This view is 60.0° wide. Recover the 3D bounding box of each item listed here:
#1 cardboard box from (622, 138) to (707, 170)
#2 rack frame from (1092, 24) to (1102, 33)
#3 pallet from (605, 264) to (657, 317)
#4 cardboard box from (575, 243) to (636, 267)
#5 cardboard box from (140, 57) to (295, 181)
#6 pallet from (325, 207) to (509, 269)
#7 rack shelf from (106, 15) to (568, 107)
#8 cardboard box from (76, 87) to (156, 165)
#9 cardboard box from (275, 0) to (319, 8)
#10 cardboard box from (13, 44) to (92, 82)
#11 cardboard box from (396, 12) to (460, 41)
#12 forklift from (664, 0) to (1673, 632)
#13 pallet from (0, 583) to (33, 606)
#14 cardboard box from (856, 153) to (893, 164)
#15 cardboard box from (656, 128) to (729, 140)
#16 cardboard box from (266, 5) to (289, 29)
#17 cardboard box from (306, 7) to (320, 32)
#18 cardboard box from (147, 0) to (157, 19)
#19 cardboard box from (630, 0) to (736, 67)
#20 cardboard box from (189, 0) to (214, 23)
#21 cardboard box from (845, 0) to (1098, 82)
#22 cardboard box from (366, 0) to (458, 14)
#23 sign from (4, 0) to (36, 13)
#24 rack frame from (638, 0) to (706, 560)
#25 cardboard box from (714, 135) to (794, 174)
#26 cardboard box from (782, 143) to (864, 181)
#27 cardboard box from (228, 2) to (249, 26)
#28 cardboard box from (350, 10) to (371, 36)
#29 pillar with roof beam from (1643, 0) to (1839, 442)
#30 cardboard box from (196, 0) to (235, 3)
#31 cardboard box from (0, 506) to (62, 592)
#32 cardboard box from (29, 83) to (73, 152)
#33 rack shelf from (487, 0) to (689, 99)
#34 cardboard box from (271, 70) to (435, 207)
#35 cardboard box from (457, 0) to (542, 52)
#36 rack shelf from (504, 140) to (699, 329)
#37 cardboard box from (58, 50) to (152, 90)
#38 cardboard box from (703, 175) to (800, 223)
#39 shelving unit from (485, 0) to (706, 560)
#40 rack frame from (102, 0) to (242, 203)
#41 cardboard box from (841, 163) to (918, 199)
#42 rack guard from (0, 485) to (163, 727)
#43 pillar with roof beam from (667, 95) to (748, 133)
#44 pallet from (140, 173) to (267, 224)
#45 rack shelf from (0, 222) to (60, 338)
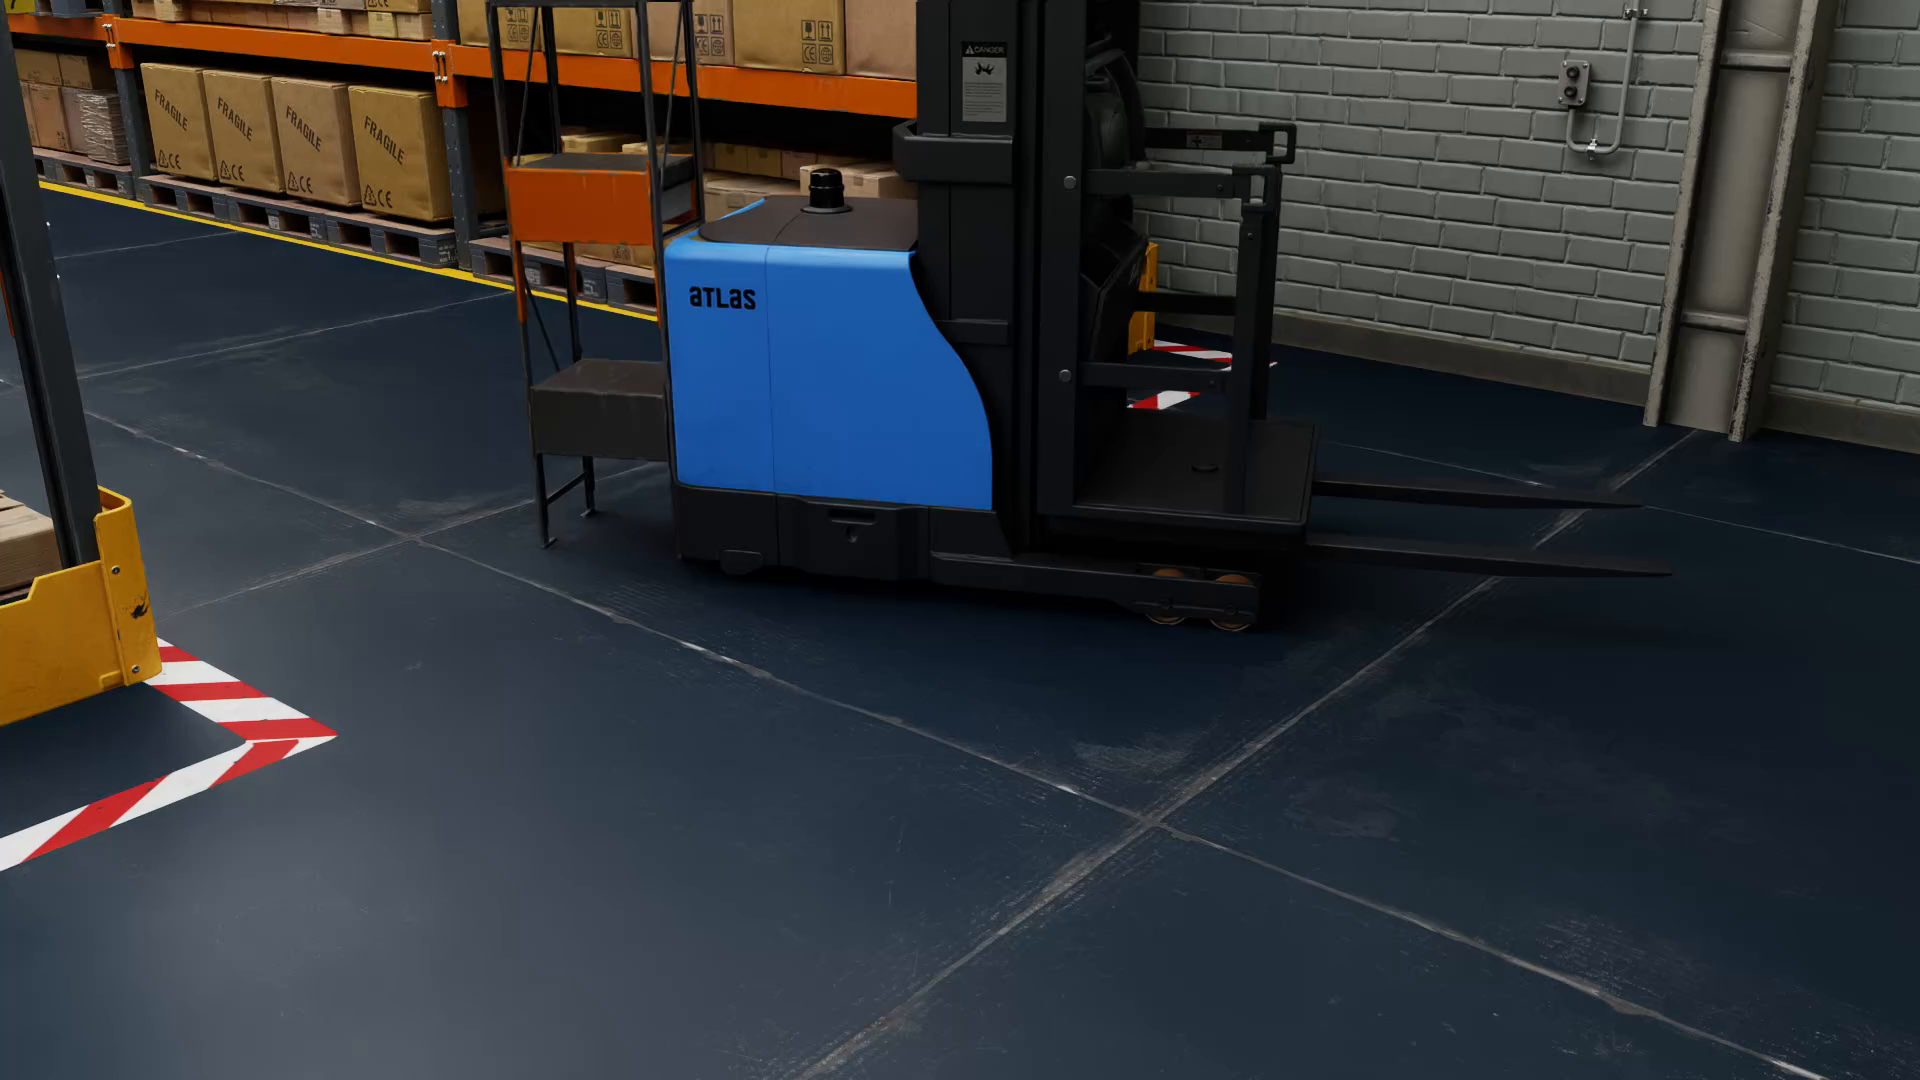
[{"bbox_3d":[-1.567,-2.035,8.841,0.250,0.149,0.380,15,25,35],"label":"cardboard box"},{"bbox_3d":[0.463,-2.249,7.382,0.127,3.000,1.000,16,26,36],"label":"rack frame"},{"bbox_3d":[-1.147,-1.374,9.013,1.213,0.211,1.003,16,26,36],"label":"pallet"},{"bbox_3d":[-1.734,-1.861,9.299,0.500,0.500,0.700,16,26,36],"label":"cardboard box"},{"bbox_3d":[-5.248,-3.025,11.890,0.750,0.750,0.750,16,26,36],"label":"cardboard box"},{"bbox_3d":[-3.281,-1.989,10.643,1.213,0.211,1.003,16,26,36],"label":"pallet"},{"bbox_3d":[-4.185,-3.251,11.059,4.000,0.370,1.077,16,26,36],"label":"rack shelf"},{"bbox_3d":[-6.326,-3.217,12.867,0.500,0.500,0.700,17,26,37],"label":"cardboard box"},{"bbox_3d":[-3.938,-3.597,10.363,0.500,0.500,0.500,16,26,36],"label":"cardboard box"},{"bbox_3d":[-7.504,-3.942,13.726,0.500,0.250,0.500,15,25,35],"label":"cardboard box"},{"bbox_3d":[-3.077,-3.032,9.784,0.250,0.149,0.380,16,26,37],"label":"cardboard box"},{"bbox_3d":[0.657,-1.306,4.977,3.031,2.935,1.130,5,21,13],"label":"forklift"},{"bbox_3d":[-3.343,0.216,4.797,1.213,0.211,1.003,16,26,36],"label":"pallet"},{"bbox_3d":[-0.312,-1.848,8.346,0.250,0.149,0.380,16,26,36],"label":"cardboard box"},{"bbox_3d":[-1.494,-2.188,9.248,0.250,0.149,0.380,15,25,35],"label":"cardboard box"},{"bbox_3d":[-4.232,-3.390,10.733,0.250,0.149,0.380,17,27,38],"label":"cardboard box"},{"bbox_3d":[-3.849,-3.267,10.409,0.250,0.149,0.380,16,26,36],"label":"cardboard box"},{"bbox_3d":[-5.436,-3.731,11.638,0.250,0.149,0.380,17,26,37],"label":"cardboard box"},{"bbox_3d":[-1.094,-2.833,8.504,0.700,0.700,0.980,15,25,34],"label":"cardboard box"},{"bbox_3d":[-5.011,-3.626,11.360,0.250,0.149,0.380,16,26,36],"label":"cardboard box"},{"bbox_3d":[0.062,-2.501,7.624,0.700,0.700,0.980,18,27,39],"label":"cardboard box"},{"bbox_3d":[-3.153,-3.371,9.765,0.500,0.500,0.500,16,26,35],"label":"cardboard box"},{"bbox_3d":[-2.323,-1.448,4.030,0.005,0.325,0.100,16,26,36],"label":"sign"},{"bbox_3d":[-0.889,-0.987,5.298,0.015,2.100,0.400,4,21,12],"label":"rack frame"},{"bbox_3d":[-1.098,-2.074,8.946,0.250,0.149,0.380,16,26,35],"label":"cardboard box"},{"bbox_3d":[-0.703,-1.961,8.645,0.250,0.149,0.380,17,26,37],"label":"cardboard box"},{"bbox_3d":[-4.612,-3.510,11.052,0.250,0.149,0.380,17,26,37],"label":"cardboard box"},{"bbox_3d":[-3.459,-3.152,10.102,0.250,0.149,0.380,17,27,38],"label":"cardboard box"},{"bbox_3d":[0.380,-3.514,2.233,0.400,9.000,9.100,16,26,36],"label":"pillar with roof beam"},{"bbox_3d":[-4.737,-3.821,10.958,0.500,0.500,0.500,16,26,36],"label":"cardboard box"},{"bbox_3d":[-2.773,0.046,4.711,0.250,0.149,0.380,16,26,36],"label":"cardboard box"},{"bbox_3d":[-7.054,-3.467,13.529,0.500,0.500,0.700,16,26,36],"label":"cardboard box"},{"bbox_3d":[-1.133,-1.647,5.108,0.480,0.518,0.431,4,21,12],"label":"rack shelf"},{"bbox_3d":[-3.912,-2.639,10.868,0.750,0.750,0.750,17,27,38],"label":"cardboard box"},{"bbox_3d":[-2.226,-3.157,9.363,0.700,0.700,0.980,17,26,37],"label":"cardboard box"},{"bbox_3d":[-1.127,-0.991,5.354,0.480,0.518,0.431,4,21,12],"label":"rack shelf"},{"bbox_3d":[-6.727,-3.712,13.117,0.500,0.250,0.500,17,26,37],"label":"cardboard box"},{"bbox_3d":[-0.920,-1.629,8.684,0.500,0.500,0.700,15,25,35],"label":"cardboard box"},{"bbox_3d":[-1.127,-1.004,5.349,0.503,2.100,0.431,4,21,12],"label":"shelving unit"},{"bbox_3d":[-5.735,-4.034,12.115,0.127,3.000,1.000,16,26,36],"label":"rack frame"},{"bbox_3d":[-0.357,-1.688,7.920,0.250,0.149,0.380,16,26,36],"label":"cardboard box"},{"bbox_3d":[-2.725,0.258,4.275,0.348,0.500,1.175,16,26,36],"label":"rack guard"},{"bbox_3d":[-4.269,-4.852,5.782,0.400,9.000,9.100,16,26,36],"label":"pillar with roof beam"},{"bbox_3d":[-5.172,-2.533,12.086,1.213,0.211,1.003,16,26,36],"label":"pallet"},{"bbox_3d":[-4.216,-1.004,5.099,4.000,0.370,1.077,16,26,36],"label":"rack shelf"}]
